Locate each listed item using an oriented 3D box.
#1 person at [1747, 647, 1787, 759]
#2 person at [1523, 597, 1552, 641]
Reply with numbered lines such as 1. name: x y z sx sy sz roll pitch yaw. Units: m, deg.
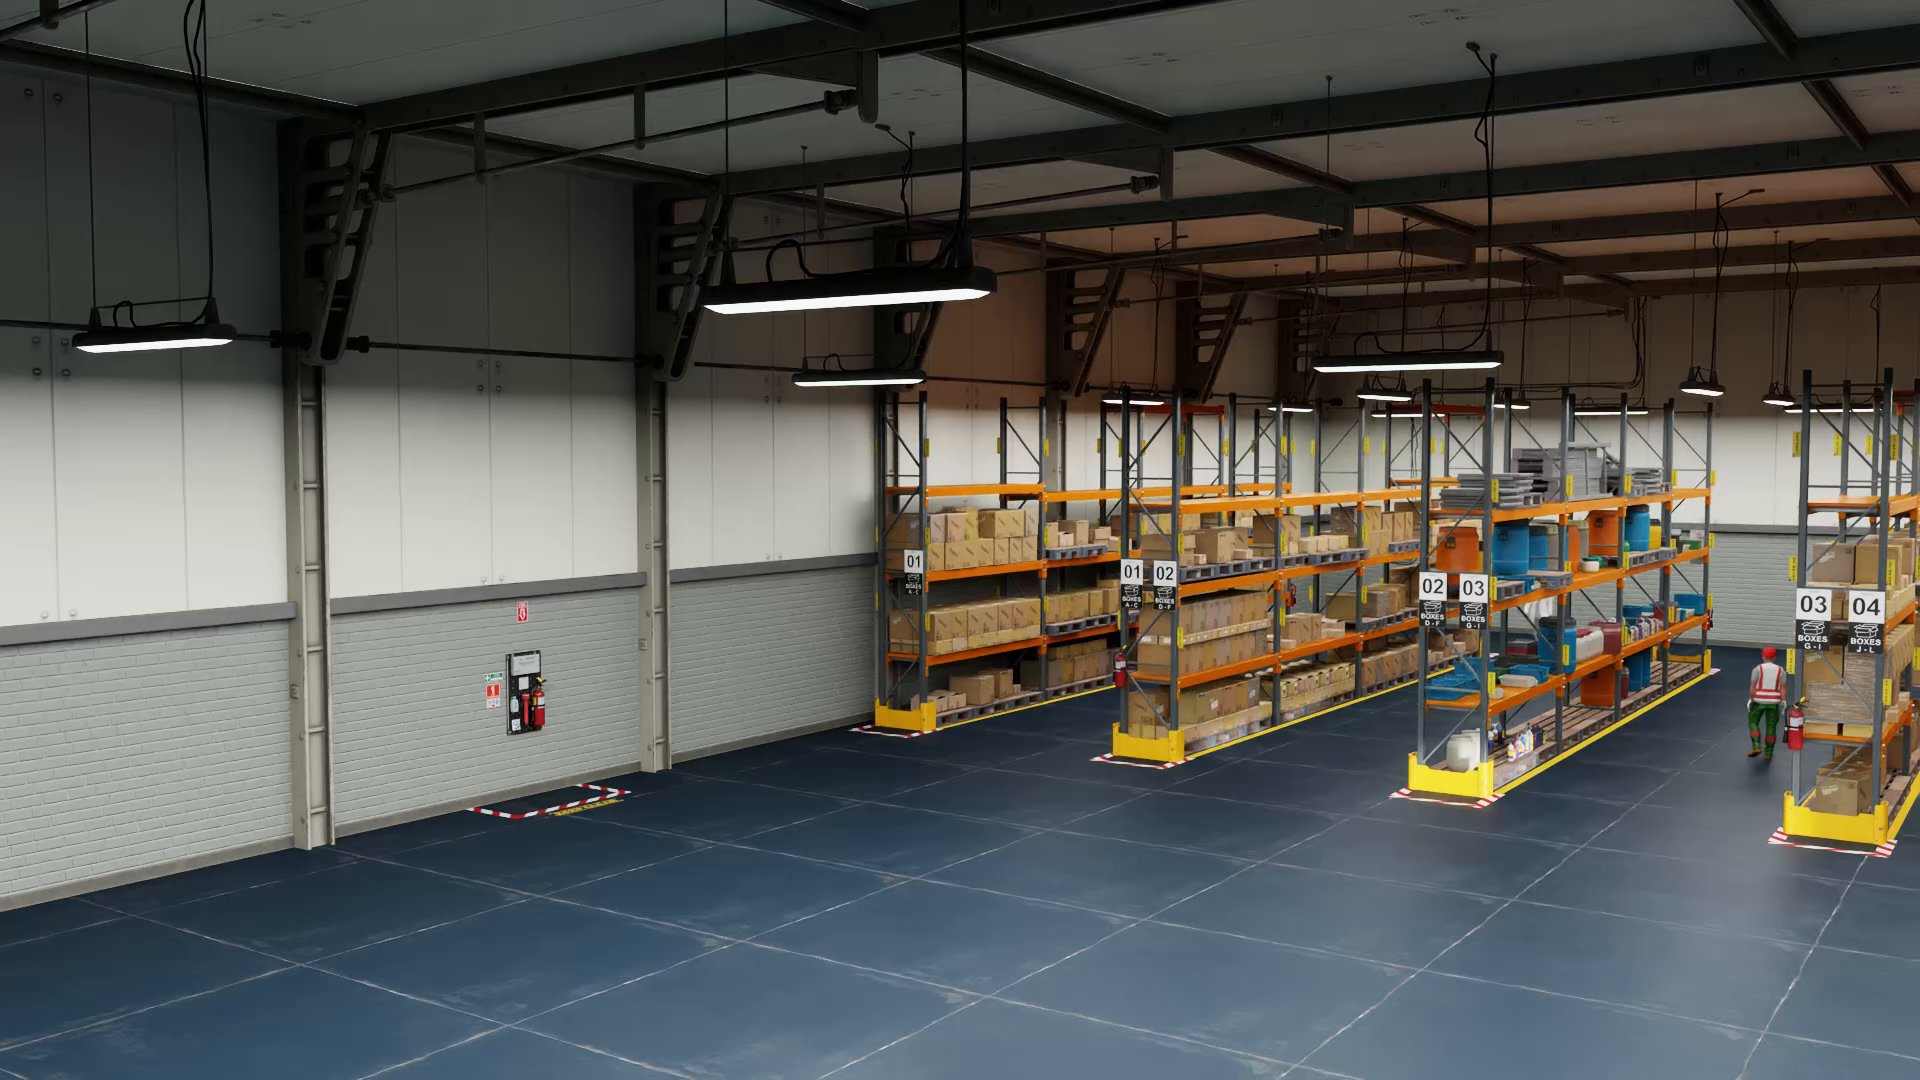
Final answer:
1. person: 12.996 2.626 26.788 0.593 1.802 0.403 1 3 11
2. person: 14.141 1.851 40.713 0.633 1.715 1.129 2 4 30
